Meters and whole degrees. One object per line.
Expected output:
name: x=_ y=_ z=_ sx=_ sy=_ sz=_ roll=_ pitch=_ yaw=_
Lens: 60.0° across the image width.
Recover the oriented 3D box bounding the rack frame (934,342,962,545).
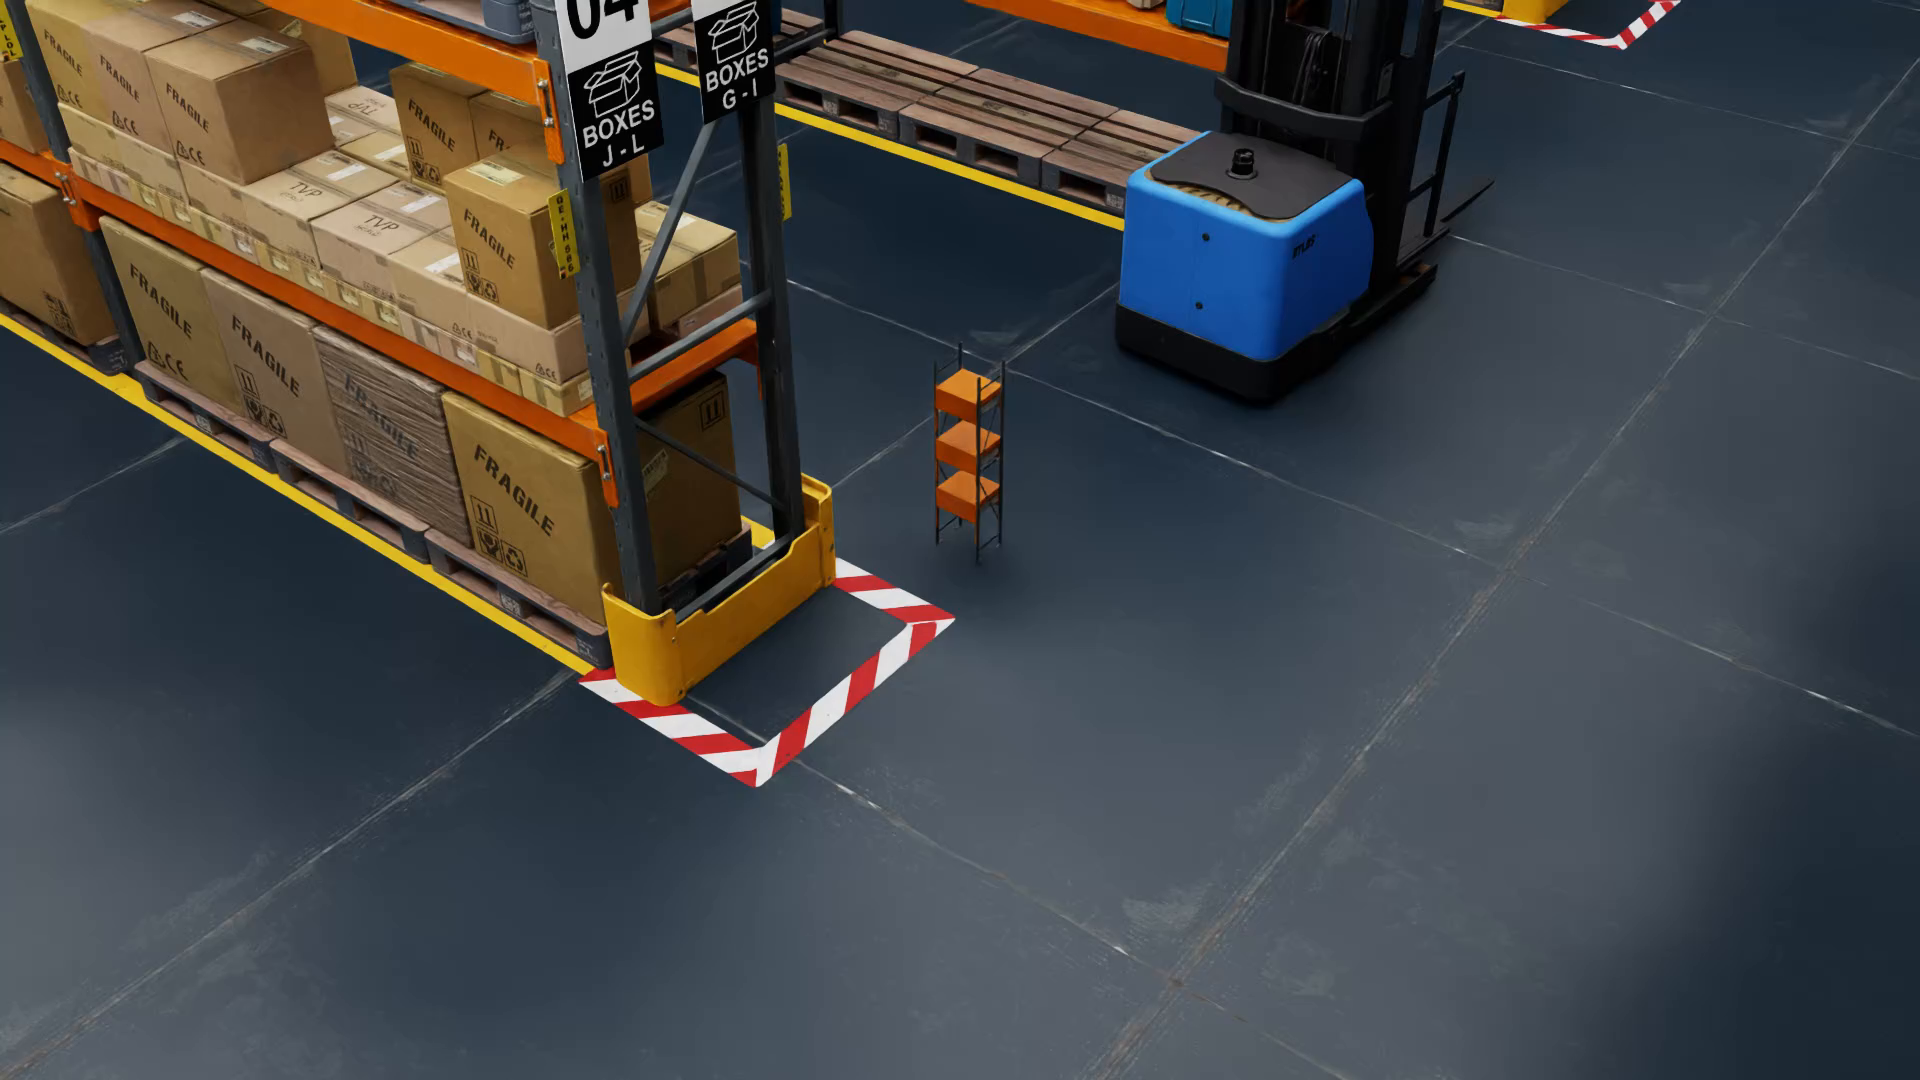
rack frame: x=-0.054 y=-0.439 z=7.820 sx=0.008 sy=1.050 sz=0.200 roll=25 pitch=45 yaw=29

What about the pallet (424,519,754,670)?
pallet: x=-1.753 y=0.034 z=7.896 sx=1.213 sy=0.211 sz=1.003 roll=25 pitch=45 yaw=29

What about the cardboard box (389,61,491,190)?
cardboard box: x=-2.100 y=-1.846 z=7.308 sx=0.500 sy=0.500 sz=0.500 roll=24 pitch=44 yaw=27

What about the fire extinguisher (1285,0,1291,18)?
fire extinguisher: x=1.782 y=-2.772 z=9.583 sx=0.183 sy=0.674 sz=0.296 roll=25 pitch=45 yaw=29

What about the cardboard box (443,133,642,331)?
cardboard box: x=-1.617 y=-1.210 z=6.495 sx=0.500 sy=0.500 sz=0.500 roll=26 pitch=45 yaw=29

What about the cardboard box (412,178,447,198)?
cardboard box: x=-2.101 y=-1.554 z=7.543 sx=0.500 sy=0.250 sz=0.500 roll=24 pitch=44 yaw=27

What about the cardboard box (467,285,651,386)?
cardboard box: x=-1.616 y=-0.912 z=6.723 sx=0.500 sy=0.250 sz=0.500 roll=25 pitch=44 yaw=28

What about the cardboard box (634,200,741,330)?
cardboard box: x=-1.288 y=-1.173 z=7.056 sx=0.500 sy=0.250 sz=0.500 roll=24 pitch=44 yaw=27

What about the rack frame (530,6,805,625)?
rack frame: x=-1.070 y=-0.803 z=6.703 sx=0.127 sy=3.000 sz=1.000 roll=25 pitch=45 yaw=29

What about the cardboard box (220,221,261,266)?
cardboard box: x=-3.185 y=-1.443 z=7.725 sx=0.250 sy=0.149 sz=0.380 roll=26 pitch=45 yaw=29

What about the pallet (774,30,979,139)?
pallet: x=-0.631 y=-3.372 z=12.246 sx=1.213 sy=0.211 sz=1.003 roll=25 pitch=45 yaw=29

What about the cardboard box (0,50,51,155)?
cardboard box: x=-4.785 y=-2.382 z=8.639 sx=0.500 sy=0.500 sz=0.500 roll=25 pitch=45 yaw=29

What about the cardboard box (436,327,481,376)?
cardboard box: x=-1.960 y=-0.868 z=6.989 sx=0.250 sy=0.149 sz=0.380 roll=25 pitch=45 yaw=29

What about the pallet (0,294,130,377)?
pallet: x=-4.906 y=-1.455 z=9.798 sx=1.213 sy=0.211 sz=1.003 roll=25 pitch=45 yaw=29

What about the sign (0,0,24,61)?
sign: x=-4.569 y=-2.456 z=7.940 sx=0.005 sy=0.325 sz=0.100 roll=25 pitch=45 yaw=29

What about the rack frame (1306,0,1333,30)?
rack frame: x=1.939 y=-3.228 z=9.801 sx=0.127 sy=3.000 sz=1.000 roll=25 pitch=45 yaw=29

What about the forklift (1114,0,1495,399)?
forklift: x=2.218 y=-2.746 z=9.240 sx=1.130 sy=2.935 sz=3.031 roll=28 pitch=46 yaw=31

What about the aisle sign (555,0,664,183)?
aisle sign: x=-1.195 y=-1.653 z=5.680 sx=0.004 sy=0.787 sz=0.394 roll=25 pitch=45 yaw=29

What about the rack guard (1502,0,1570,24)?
rack guard: x=4.891 y=-4.696 z=13.704 sx=0.348 sy=0.500 sz=1.175 roll=25 pitch=45 yaw=29

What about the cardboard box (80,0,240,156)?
cardboard box: x=-3.636 y=-2.161 z=7.710 sx=0.500 sy=0.500 sz=0.500 roll=25 pitch=45 yaw=29

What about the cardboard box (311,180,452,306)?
cardboard box: x=-2.423 y=-1.293 z=7.210 sx=0.500 sy=0.250 sz=0.500 roll=24 pitch=44 yaw=27

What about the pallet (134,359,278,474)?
pallet: x=-3.691 y=-0.880 z=9.063 sx=1.213 sy=0.211 sz=1.003 roll=25 pitch=45 yaw=29

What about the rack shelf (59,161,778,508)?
rack shelf: x=-2.659 y=-1.269 z=7.881 sx=4.000 sy=0.370 sz=1.077 roll=25 pitch=45 yaw=29

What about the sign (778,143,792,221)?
sign: x=-0.728 y=-1.444 z=6.756 sx=0.005 sy=0.325 sz=0.100 roll=25 pitch=45 yaw=29

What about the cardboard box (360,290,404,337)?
cardboard box: x=-2.365 y=-1.058 z=7.232 sx=0.250 sy=0.149 sz=0.380 roll=24 pitch=44 yaw=28

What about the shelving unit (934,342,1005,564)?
shelving unit: x=0.042 y=-0.393 z=7.762 sx=0.252 sy=1.050 sz=0.215 roll=25 pitch=45 yaw=29

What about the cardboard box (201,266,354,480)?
cardboard box: x=-3.057 y=-1.006 z=8.346 sx=0.875 sy=0.875 sz=0.875 roll=25 pitch=45 yaw=29

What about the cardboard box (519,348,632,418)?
cardboard box: x=-1.553 y=-0.676 z=6.745 sx=0.250 sy=0.149 sz=0.380 roll=26 pitch=45 yaw=29

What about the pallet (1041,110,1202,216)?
pallet: x=1.307 y=-2.458 z=11.079 sx=1.213 sy=0.211 sz=1.003 roll=25 pitch=45 yaw=29

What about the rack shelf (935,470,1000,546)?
rack shelf: x=0.043 y=-0.166 z=7.939 sx=0.240 sy=0.259 sz=0.215 roll=25 pitch=45 yaw=29

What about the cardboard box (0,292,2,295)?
cardboard box: x=-5.478 y=-2.194 z=9.862 sx=0.875 sy=0.875 sz=1.225 roll=24 pitch=44 yaw=27

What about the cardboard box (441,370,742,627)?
cardboard box: x=-1.627 y=-0.332 z=7.485 sx=0.875 sy=0.875 sz=0.875 roll=25 pitch=45 yaw=29

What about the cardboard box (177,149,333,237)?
cardboard box: x=-3.227 y=-1.675 z=7.697 sx=0.500 sy=0.250 sz=0.500 roll=26 pitch=45 yaw=30

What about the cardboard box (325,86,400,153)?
cardboard box: x=-2.919 y=-1.938 z=8.034 sx=0.500 sy=0.250 sz=0.500 roll=26 pitch=45 yaw=29

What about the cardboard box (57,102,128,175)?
cardboard box: x=-4.033 y=-2.055 z=8.182 sx=0.500 sy=0.250 sz=0.500 roll=24 pitch=44 yaw=28

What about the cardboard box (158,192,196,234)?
cardboard box: x=-3.586 y=-1.634 z=7.968 sx=0.250 sy=0.149 sz=0.380 roll=24 pitch=44 yaw=27

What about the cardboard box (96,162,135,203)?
cardboard box: x=-4.006 y=-1.830 z=8.219 sx=0.250 sy=0.149 sz=0.380 roll=24 pitch=44 yaw=27

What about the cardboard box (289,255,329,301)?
cardboard box: x=-2.767 y=-1.249 z=7.476 sx=0.250 sy=0.149 sz=0.380 roll=26 pitch=45 yaw=29

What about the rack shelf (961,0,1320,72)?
rack shelf: x=0.350 y=-3.694 z=10.979 sx=4.000 sy=0.370 sz=1.077 roll=25 pitch=45 yaw=29

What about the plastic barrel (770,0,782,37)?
plastic barrel: x=-1.660 y=-4.277 z=12.502 sx=0.708 sy=0.901 sz=0.600 roll=25 pitch=45 yaw=29
